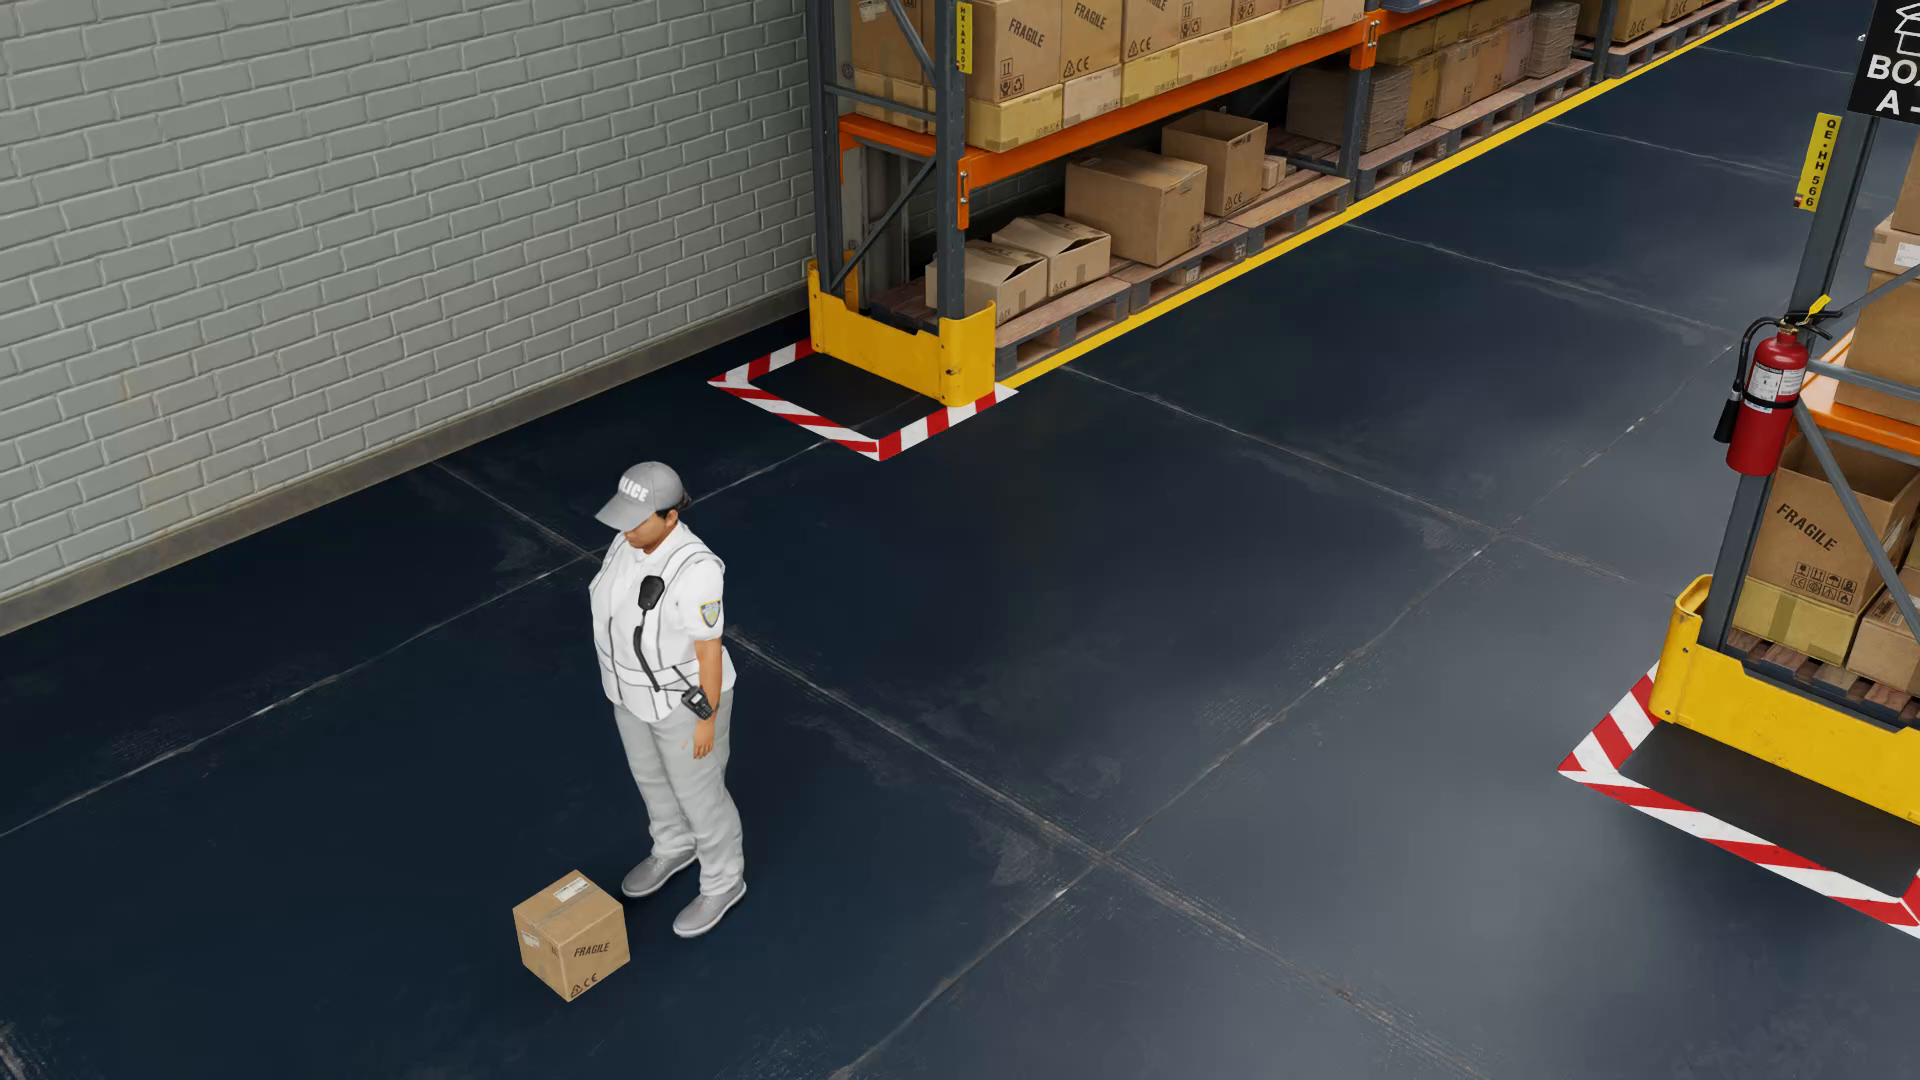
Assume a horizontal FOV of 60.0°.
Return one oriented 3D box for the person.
[{"bbox_3d":[-0.934,0.498,5.317,0.472,1.671,0.387,26,40,36],"label":"person"}]
